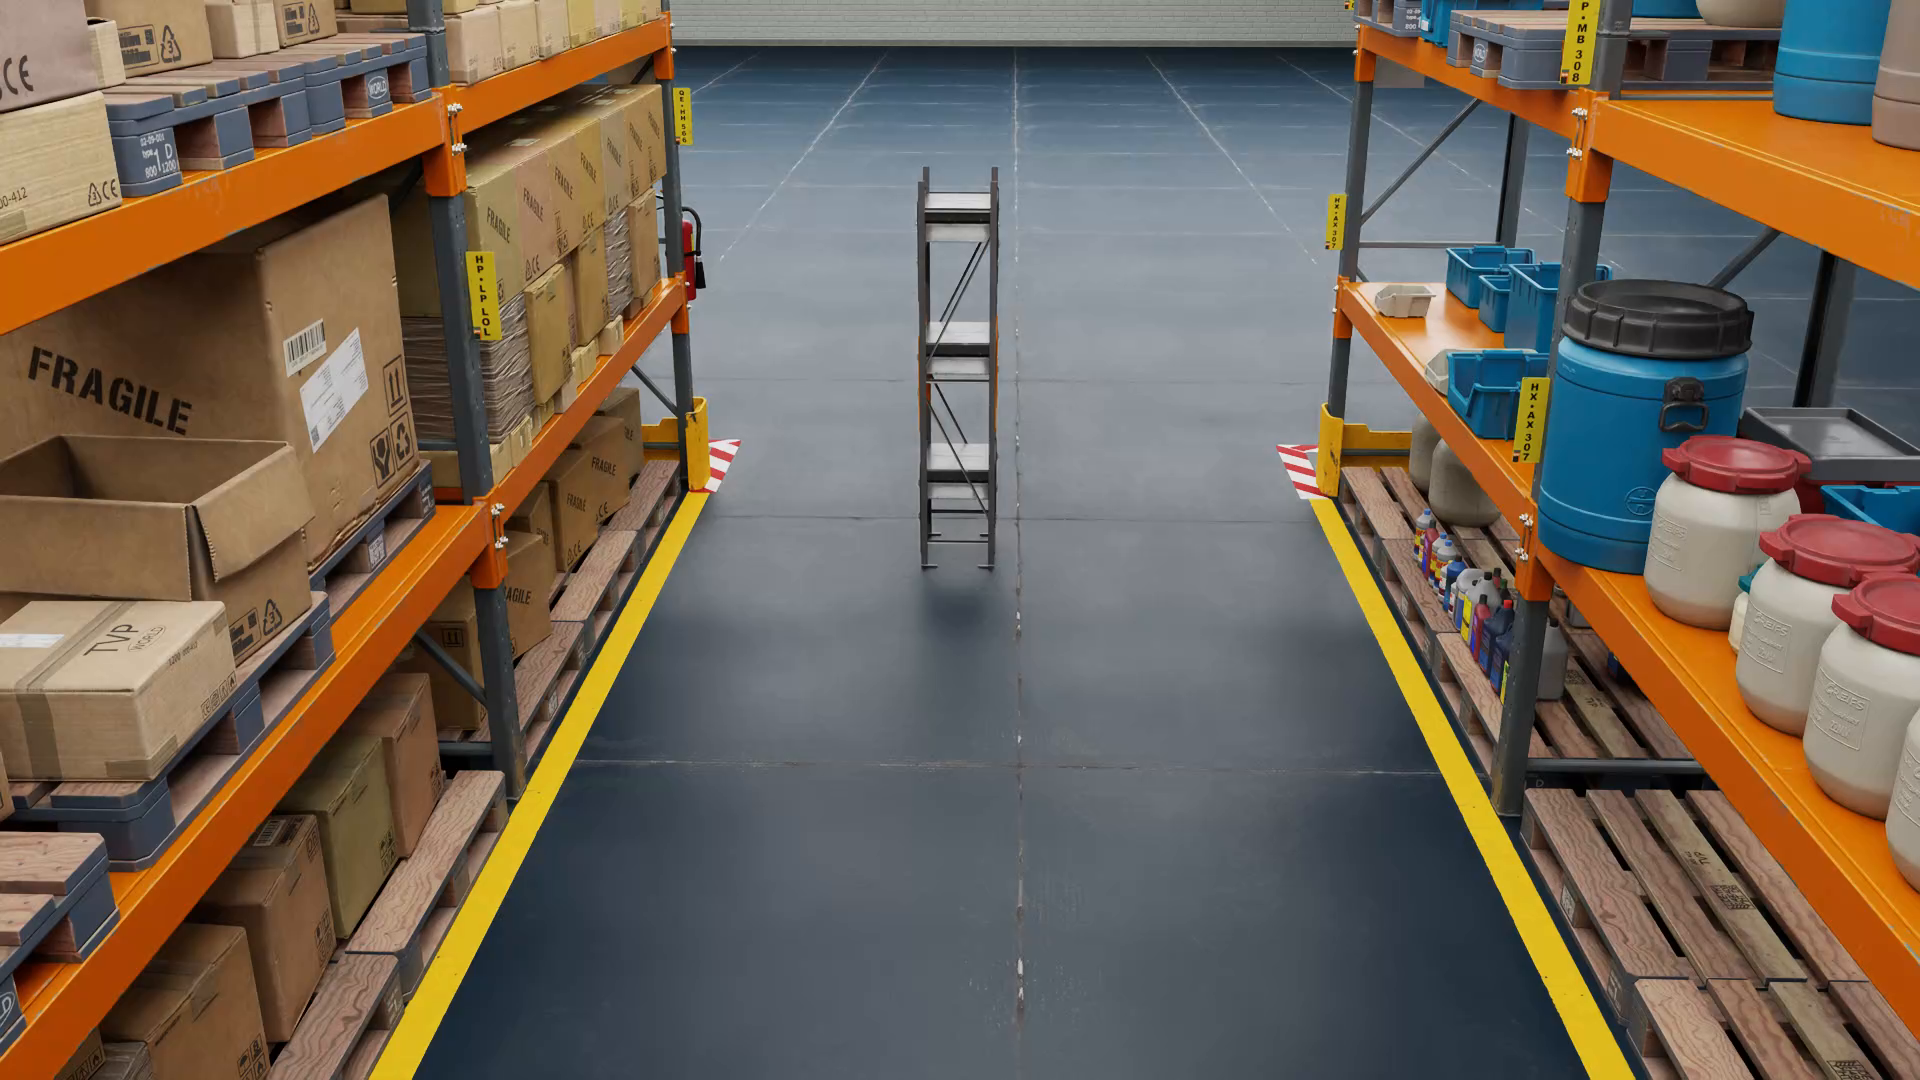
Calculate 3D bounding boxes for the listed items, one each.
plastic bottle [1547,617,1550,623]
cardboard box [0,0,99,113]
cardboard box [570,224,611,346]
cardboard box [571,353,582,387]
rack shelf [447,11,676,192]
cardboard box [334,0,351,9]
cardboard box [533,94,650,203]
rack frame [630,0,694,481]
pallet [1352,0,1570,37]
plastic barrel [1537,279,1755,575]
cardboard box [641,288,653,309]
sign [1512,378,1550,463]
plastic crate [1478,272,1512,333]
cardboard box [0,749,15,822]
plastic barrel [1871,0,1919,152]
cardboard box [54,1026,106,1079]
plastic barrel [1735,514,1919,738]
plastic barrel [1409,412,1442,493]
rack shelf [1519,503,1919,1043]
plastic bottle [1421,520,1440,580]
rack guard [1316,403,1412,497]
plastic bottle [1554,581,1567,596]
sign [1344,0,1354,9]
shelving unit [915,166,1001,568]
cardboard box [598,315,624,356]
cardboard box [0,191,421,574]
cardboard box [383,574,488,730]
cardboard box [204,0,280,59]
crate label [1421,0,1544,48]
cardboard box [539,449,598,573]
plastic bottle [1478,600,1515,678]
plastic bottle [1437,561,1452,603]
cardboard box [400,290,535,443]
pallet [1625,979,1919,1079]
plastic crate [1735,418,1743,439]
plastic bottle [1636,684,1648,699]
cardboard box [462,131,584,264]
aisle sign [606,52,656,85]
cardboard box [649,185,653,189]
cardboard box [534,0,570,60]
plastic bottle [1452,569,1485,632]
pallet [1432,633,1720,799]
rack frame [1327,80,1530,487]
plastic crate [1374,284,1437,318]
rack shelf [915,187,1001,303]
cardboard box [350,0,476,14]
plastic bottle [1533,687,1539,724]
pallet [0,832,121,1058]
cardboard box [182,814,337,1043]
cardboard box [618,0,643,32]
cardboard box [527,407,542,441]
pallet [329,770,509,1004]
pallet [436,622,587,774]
[{"bbox_3d":[2.542,0.451,7.378,0.152,0.276,0.135,1,21,2],"label":"plastic bottle"},{"bbox_3d":[-2.118,-1.120,3.293,0.500,0.500,0.500,0,21,0],"label":"cardboard box"},{"bbox_3d":[-2.198,-1.246,8.043,0.875,0.500,0.500,1,21,2],"label":"cardboard box"},{"bbox_3d":[-1.974,-0.765,7.702,0.380,0.149,0.250,1,21,2],"label":"cardboard box"},{"bbox_3d":[-2.234,-2.142,7.750,1.077,0.370,4.000,1,21,2],"label":"rack shelf"},{"bbox_3d":[-2.475,-2.086,6.269,0.380,0.149,0.250,1,21,2],"label":"cardboard box"},{"bbox_3d":[-1.952,-2.071,8.788,0.500,0.500,0.500,1,21,2],"label":"cardboard box"},{"bbox_3d":[-2.173,-1.802,10.026,1.000,3.000,0.127,1,21,2],"label":"rack frame"},{"bbox_3d":[2.654,-2.760,8.609,1.003,0.211,1.213,1,21,2],"label":"pallet"},{"bbox_3d":[2.341,-0.399,5.717,0.600,0.901,0.708,1,21,2],"label":"plastic barrel"},{"bbox_3d":[-1.940,-1.398,9.333,0.380,0.149,0.250,1,21,2],"label":"cardboard box"},{"bbox_3d":[2.106,-0.440,6.134,0.100,0.325,0.005,1,21,2],"label":"sign"},{"bbox_3d":[3.036,-1.259,8.833,0.499,0.251,0.408,1,21,2],"label":"plastic crate"},{"bbox_3d":[-2.523,0.450,3.505,0.700,0.500,0.500,4,22,10],"label":"cardboard box"},{"bbox_3d":[2.837,-1.511,4.436,0.600,0.901,0.600,0,21,0],"label":"plastic barrel"},{"bbox_3d":[-2.420,1.267,3.928,0.500,0.250,0.500,3,21,8],"label":"cardboard box"},{"bbox_3d":[2.385,0.244,4.565,0.433,0.535,0.433,0,21,0],"label":"plastic barrel"},{"bbox_3d":[2.834,-0.545,9.645,0.421,0.512,0.421,0,21,0],"label":"plastic barrel"},{"bbox_3d":[2.595,0.757,4.425,1.077,0.370,4.000,1,21,2],"label":"rack shelf"},{"bbox_3d":[2.386,0.048,8.407,0.061,0.283,0.133,1,21,3],"label":"plastic bottle"},{"bbox_3d":[2.822,-0.554,10.266,1.175,0.500,0.348,1,21,2],"label":"rack guard"},{"bbox_3d":[2.995,0.167,8.212,0.097,0.201,0.097,0,21,0],"label":"plastic bottle"},{"bbox_3d":[2.228,-3.158,9.361,0.100,0.325,0.005,1,21,2],"label":"sign"},{"bbox_3d":[-0.005,-0.919,8.995,0.431,2.100,0.503,1,21,2],"label":"shelving unit"},{"bbox_3d":[-1.916,-1.036,8.400,0.380,0.149,0.250,1,21,2],"label":"cardboard box"},{"bbox_3d":[-2.459,-0.545,5.378,1.000,1.000,1.000,1,21,2],"label":"cardboard box"},{"bbox_3d":[-2.243,0.470,7.047,0.500,0.500,0.500,0,21,0],"label":"cardboard box"},{"bbox_3d":[-2.224,-1.546,4.826,0.396,0.266,0.258,1,21,4],"label":"cardboard box"},{"bbox_3d":[2.390,-2.403,7.635,0.502,0.251,0.408,1,21,2],"label":"crate label"},{"bbox_3d":[-2.231,-0.164,8.680,0.500,0.500,0.500,3,21,7],"label":"cardboard box"},{"bbox_3d":[2.393,0.423,7.345,0.144,0.351,0.185,0,21,-1],"label":"plastic bottle"},{"bbox_3d":[2.394,0.200,8.127,0.097,0.201,0.097,0,21,0],"label":"plastic bottle"},{"bbox_3d":[-2.219,-0.703,6.645,0.875,0.500,0.500,1,21,2],"label":"cardboard box"},{"bbox_3d":[2.636,1.725,4.790,1.003,0.211,1.213,1,21,2],"label":"pallet"},{"bbox_3d":[2.799,-0.460,6.654,0.767,0.338,0.504,1,21,2],"label":"plastic crate"},{"bbox_3d":[2.980,0.531,7.159,0.061,0.283,0.133,1,21,2],"label":"plastic bottle"},{"bbox_3d":[-1.998,-1.529,7.390,0.500,0.500,0.500,1,21,2],"label":"cardboard box"},{"bbox_3d":[-1.872,-3.033,9.605,0.394,0.787,0.004,1,21,2],"label":"aisle sign"},{"bbox_3d":[-2.217,-1.789,9.443,0.875,0.500,0.500,1,21,2],"label":"cardboard box"},{"bbox_3d":[-1.988,-2.215,7.152,0.500,0.250,0.500,0,21,-1],"label":"cardboard box"},{"bbox_3d":[2.412,0.283,7.811,0.152,0.276,0.135,1,21,3],"label":"plastic bottle"},{"bbox_3d":[2.718,0.756,7.288,1.003,0.211,1.213,1,21,2],"label":"pallet"},{"bbox_3d":[2.777,-1.748,9.886,1.000,3.000,0.127,1,21,2],"label":"rack frame"},{"bbox_3d":[2.429,-1.305,9.109,0.298,0.136,0.250,1,21,2],"label":"plastic crate"},{"bbox_3d":[-0.005,-1.559,8.747,0.431,0.518,0.480,1,21,2],"label":"rack shelf"},{"bbox_3d":[-1.977,-1.984,6.006,0.380,0.149,0.250,0,21,0],"label":"cardboard box"},{"bbox_3d":[2.355,0.664,6.932,0.097,0.201,0.097,0,21,0],"label":"plastic bottle"},{"bbox_3d":[-2.501,0.921,3.273,1.213,0.211,1.003,1,21,2],"label":"pallet"},{"bbox_3d":[-2.385,1.201,5.135,0.700,0.500,0.500,-1,21,-3],"label":"cardboard box"},{"bbox_3d":[-1.946,-2.773,8.589,0.500,0.250,0.500,1,21,2],"label":"cardboard box"},{"bbox_3d":[-1.987,-0.494,7.003,0.380,0.149,0.250,1,21,2],"label":"cardboard box"},{"bbox_3d":[-2.317,1.226,6.078,1.003,0.211,1.213,1,21,2],"label":"pallet"},{"bbox_3d":[-2.310,0.701,7.430,1.003,0.211,1.213,1,21,2],"label":"pallet"}]
